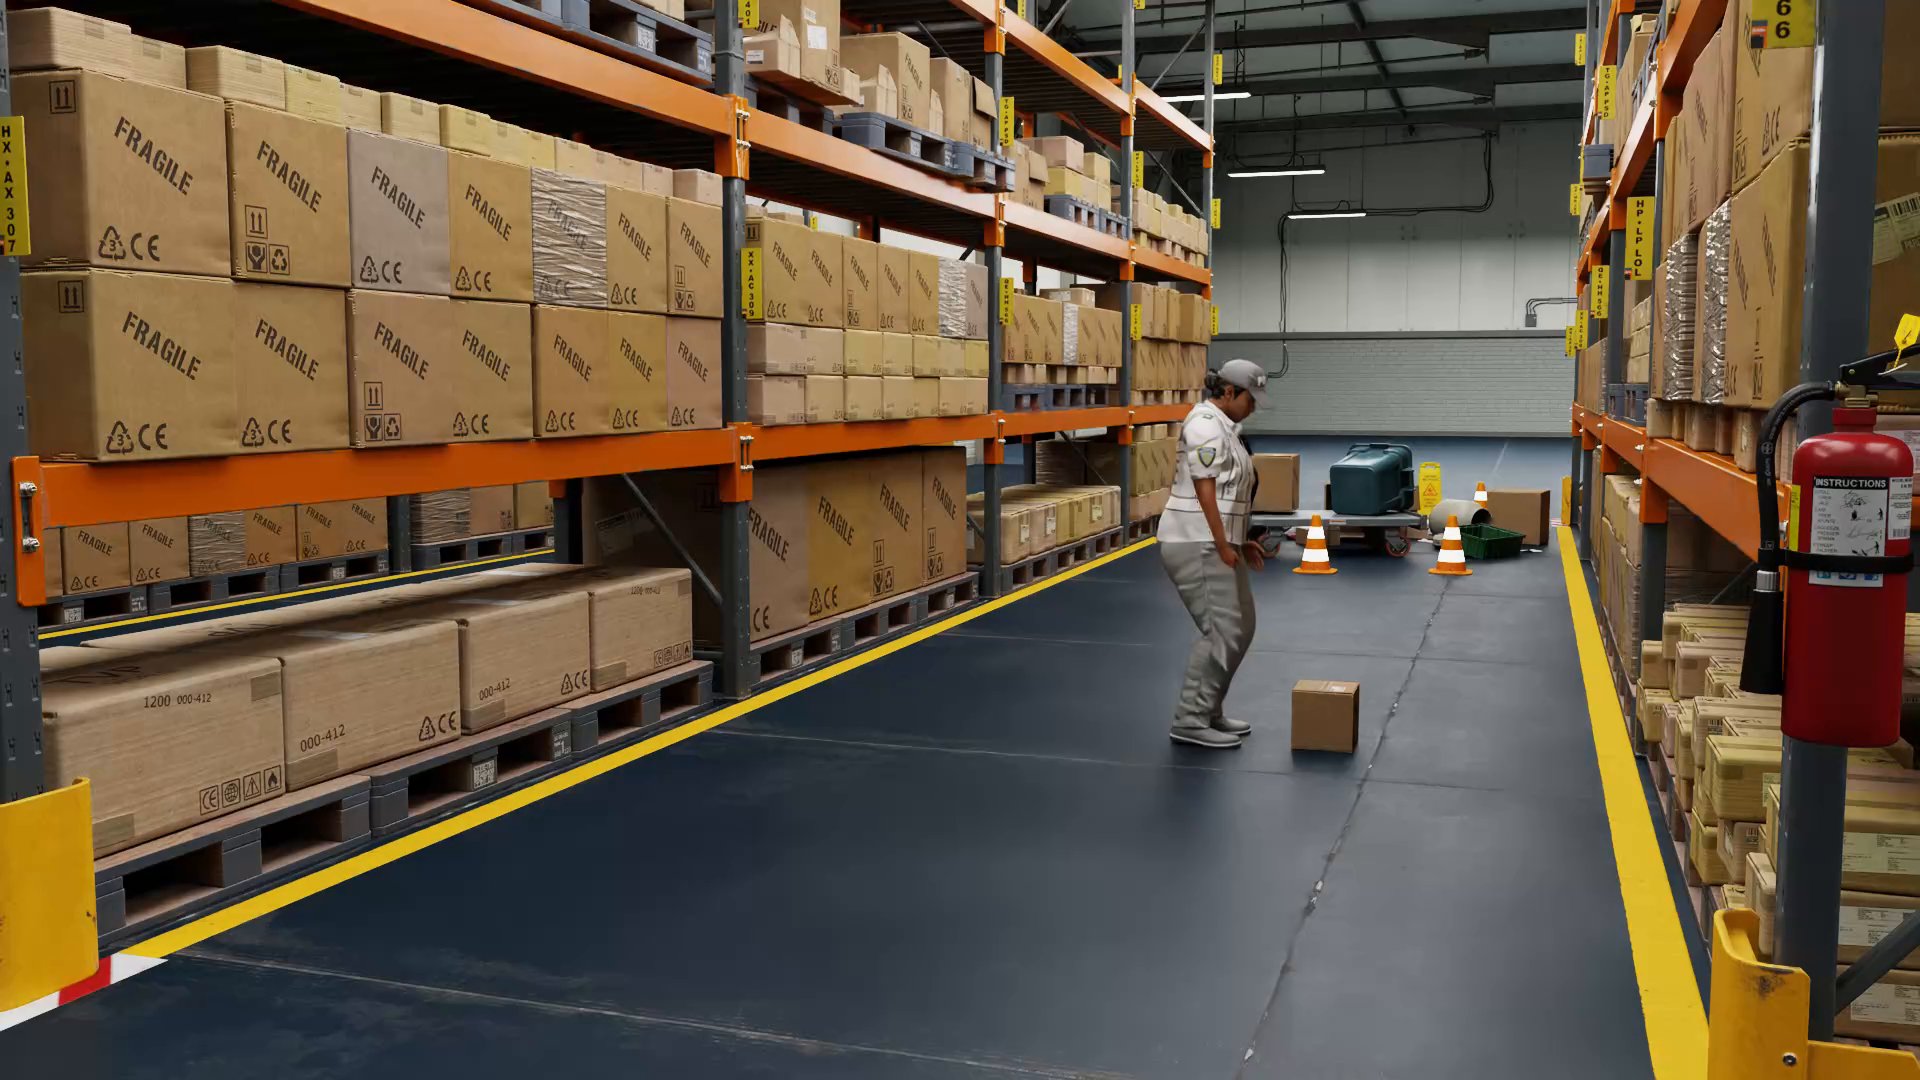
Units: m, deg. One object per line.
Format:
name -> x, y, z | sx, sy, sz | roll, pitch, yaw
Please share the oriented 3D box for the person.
person -> 1.089, 0.046, 7.064 | 0.479, 1.620, 0.496 | 2, 6, 20
